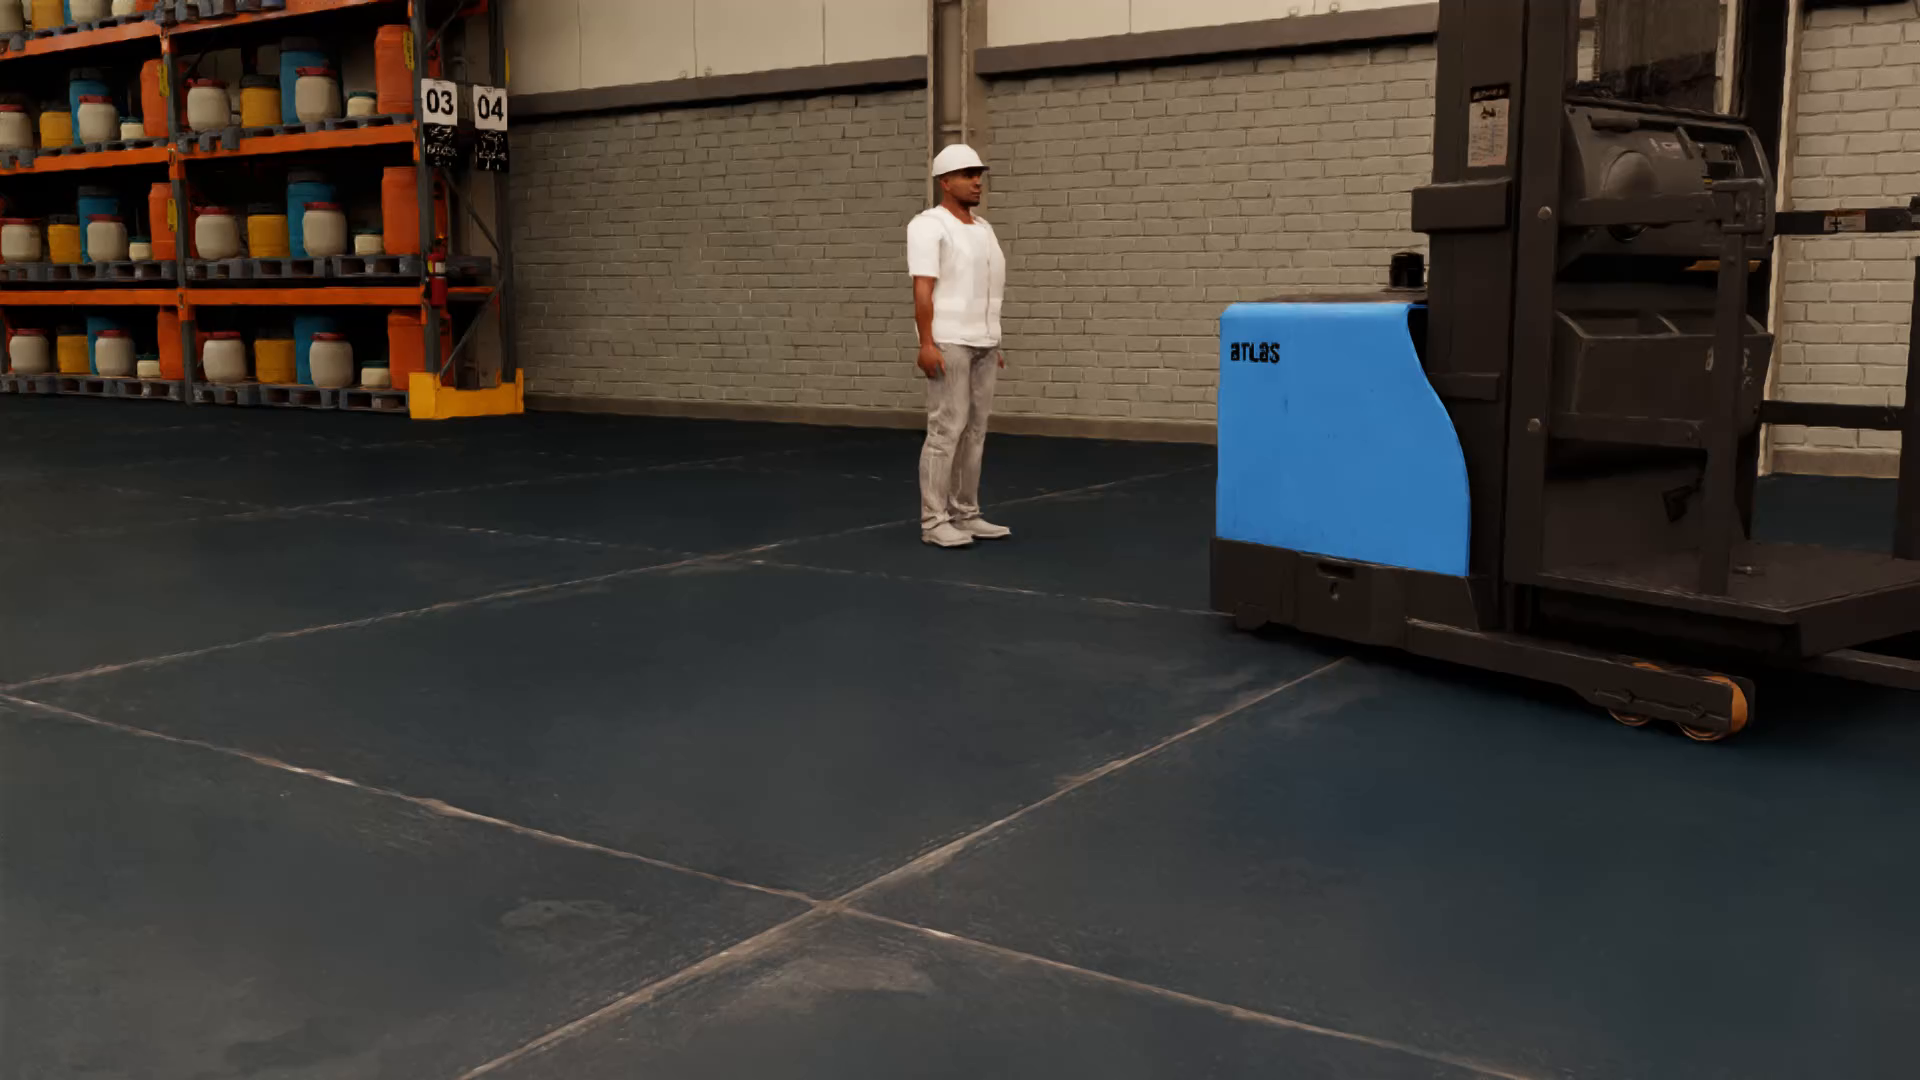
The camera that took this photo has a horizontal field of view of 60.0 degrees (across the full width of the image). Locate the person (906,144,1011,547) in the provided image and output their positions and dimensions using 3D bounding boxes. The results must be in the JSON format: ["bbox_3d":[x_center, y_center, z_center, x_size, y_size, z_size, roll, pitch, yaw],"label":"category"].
[{"bbox_3d":[0.011,-0.874,7.473,0.367,1.771,0.559,5,10,34],"label":"person"}]

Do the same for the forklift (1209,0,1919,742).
[{"bbox_3d":[2.097,-1.030,4.435,1.130,2.935,3.031,-6,10,-35],"label":"forklift"}]
